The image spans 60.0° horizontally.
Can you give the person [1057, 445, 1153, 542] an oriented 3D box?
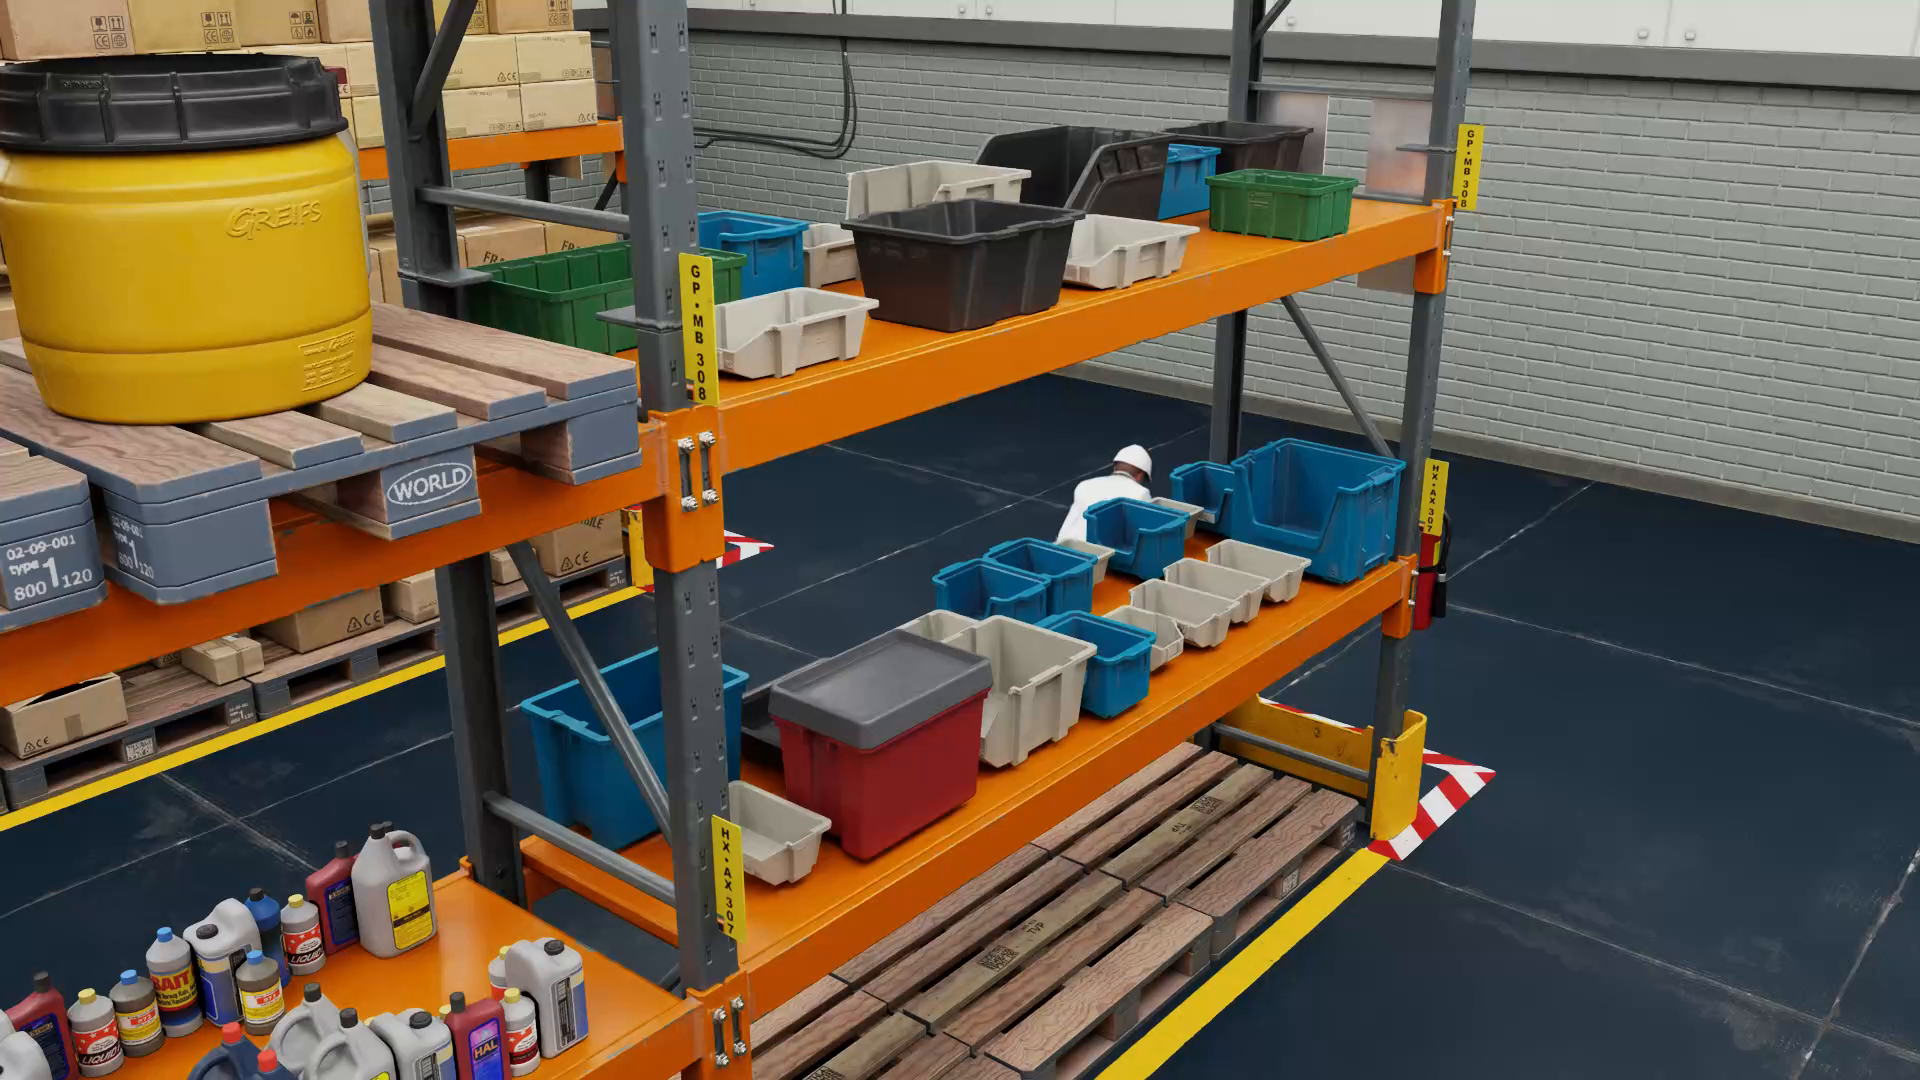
[{"bbox_3d":[0.870,0.019,9.606,0.523,1.019,0.863,15,25,36],"label":"person"}]
